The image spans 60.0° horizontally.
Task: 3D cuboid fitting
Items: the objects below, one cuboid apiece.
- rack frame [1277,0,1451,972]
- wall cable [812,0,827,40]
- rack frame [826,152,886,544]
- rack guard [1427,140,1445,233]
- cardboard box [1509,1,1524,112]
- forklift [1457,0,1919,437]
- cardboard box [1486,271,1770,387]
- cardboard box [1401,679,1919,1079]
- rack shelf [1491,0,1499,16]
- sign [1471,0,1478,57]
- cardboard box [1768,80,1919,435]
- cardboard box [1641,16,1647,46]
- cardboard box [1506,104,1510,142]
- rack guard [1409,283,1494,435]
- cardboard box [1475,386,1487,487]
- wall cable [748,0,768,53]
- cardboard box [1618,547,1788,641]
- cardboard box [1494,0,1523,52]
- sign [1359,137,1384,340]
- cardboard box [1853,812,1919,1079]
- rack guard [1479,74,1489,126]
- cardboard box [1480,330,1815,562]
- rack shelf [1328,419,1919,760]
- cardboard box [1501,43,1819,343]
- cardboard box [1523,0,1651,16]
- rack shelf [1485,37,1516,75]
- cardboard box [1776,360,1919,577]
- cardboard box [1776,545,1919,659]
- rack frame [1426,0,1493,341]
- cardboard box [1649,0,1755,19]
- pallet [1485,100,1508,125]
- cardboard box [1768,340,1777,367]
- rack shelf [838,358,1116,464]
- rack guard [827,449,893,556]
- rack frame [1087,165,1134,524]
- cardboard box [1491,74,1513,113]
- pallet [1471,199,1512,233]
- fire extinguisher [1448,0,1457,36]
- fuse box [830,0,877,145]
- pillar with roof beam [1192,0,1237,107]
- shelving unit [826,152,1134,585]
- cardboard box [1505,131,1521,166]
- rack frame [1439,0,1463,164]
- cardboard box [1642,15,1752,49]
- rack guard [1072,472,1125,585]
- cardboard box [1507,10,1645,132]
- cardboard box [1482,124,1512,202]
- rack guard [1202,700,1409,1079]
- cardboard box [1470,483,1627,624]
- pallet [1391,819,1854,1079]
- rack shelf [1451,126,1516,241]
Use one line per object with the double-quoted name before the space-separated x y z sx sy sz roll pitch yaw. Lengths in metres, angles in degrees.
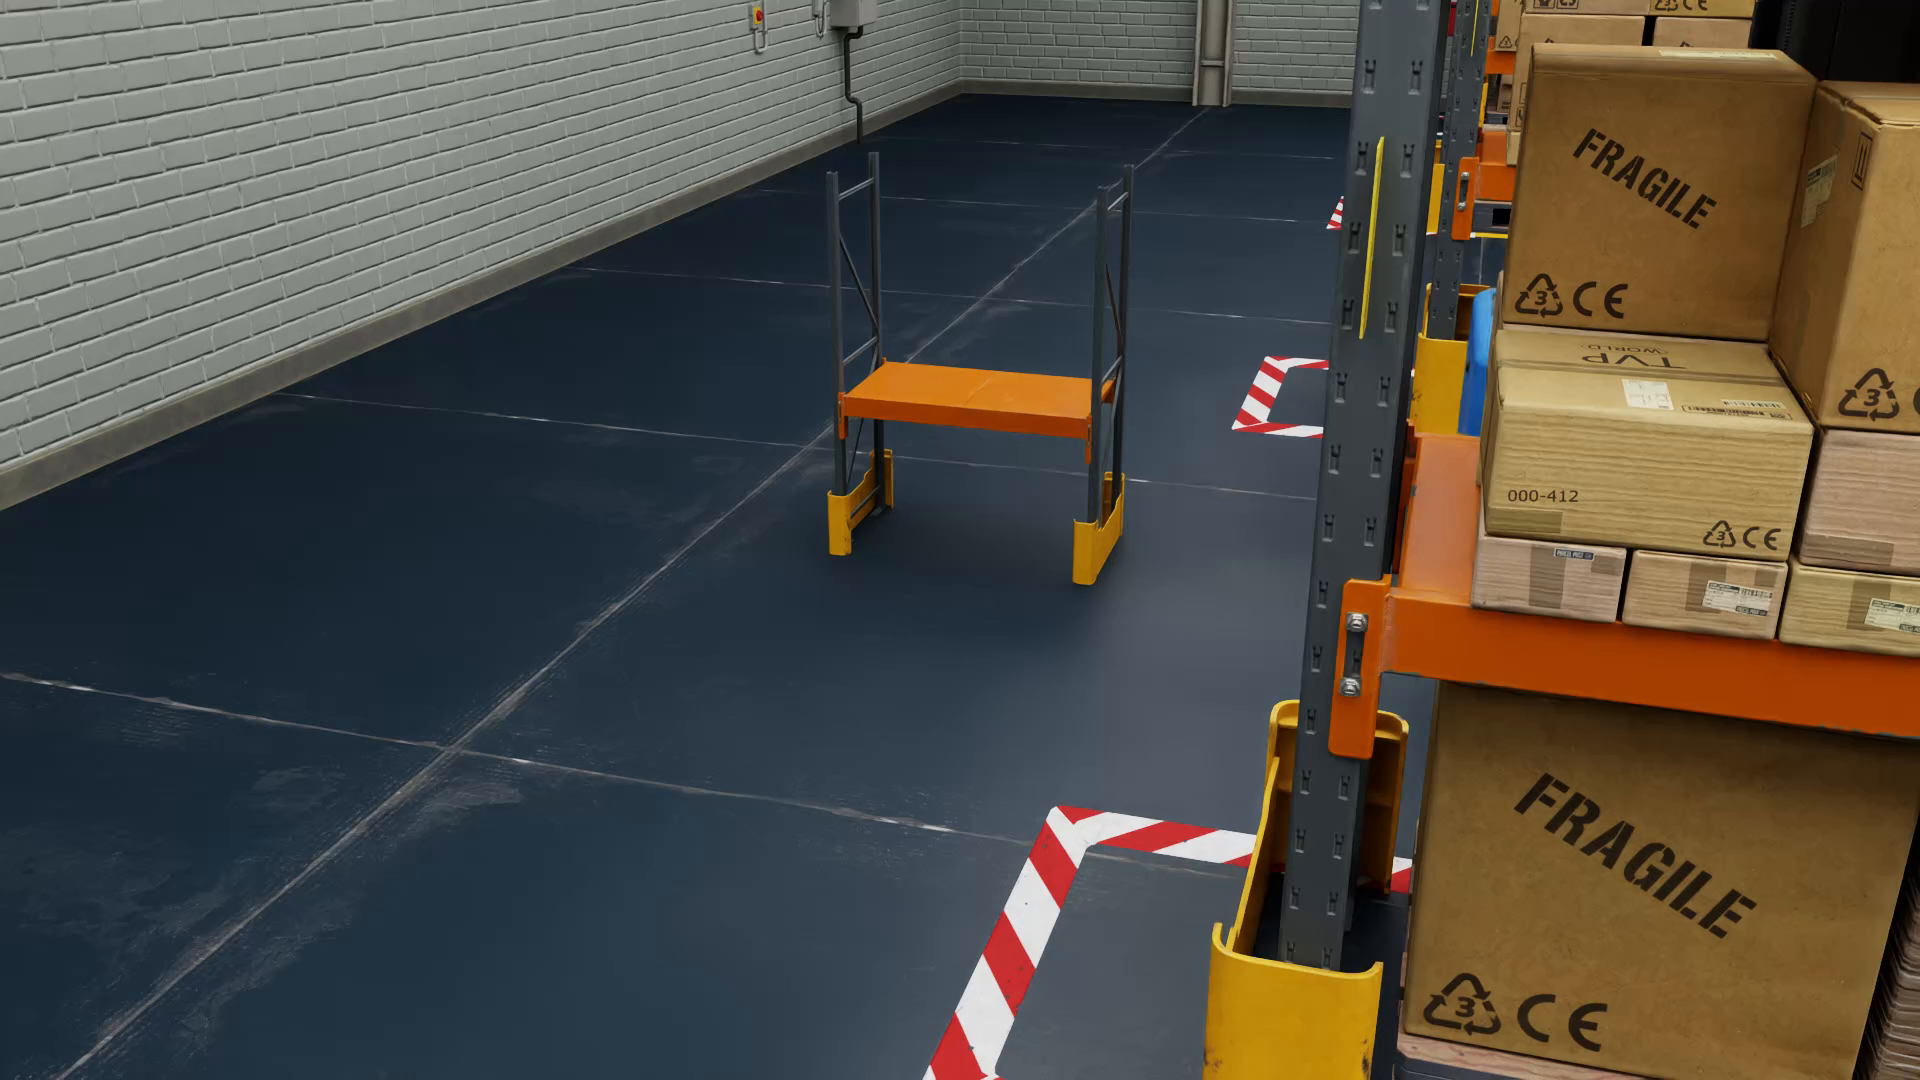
"rack frame" 0.863 -0.273 3.483 0.127 3.000 1.000 7 23 16
"wall cable" -1.281 -5.470 14.814 0.122 1.984 0.588 7 23 16
"rack frame" -0.405 -0.740 6.598 0.032 1.500 0.500 7 23 16
"rack guard" 3.702 -2.720 12.742 0.348 0.500 1.175 7 23 16
"cardboard box" 2.897 -2.292 7.882 0.500 0.500 0.500 7 23 17
"forklift" 3.264 -0.999 5.342 3.031 2.935 1.130 6 23 14
"cardboard box" 1.403 -0.384 3.560 0.500 0.250 0.500 6 23 15
"cardboard box" 1.498 0.557 3.706 0.875 0.875 0.875 7 23 16
"rack shelf" 7.070 -5.125 16.260 4.000 0.370 1.077 7 23 16
"sign" 2.235 -2.267 7.204 0.005 0.325 0.100 7 23 16
"cardboard box" 1.723 -0.483 2.812 0.500 0.500 0.500 6 23 14
"cardboard box" 3.388 -2.234 7.739 0.500 0.500 0.500 6 23 15
"cardboard box" 2.786 -2.015 8.060 0.250 0.149 0.380 7 23 16
"rack guard" 2.465 -0.899 8.303 0.348 0.500 1.175 7 23 16
"cardboard box" 1.299 -0.237 3.727 0.250 0.149 0.380 7 23 17
"wall cable" -1.680 -4.968 13.548 0.123 1.953 0.585 7 23 16
"cardboard box" 1.353 0.030 3.076 0.250 0.149 0.380 6 23 15
"cardboard box" 4.102 -3.763 11.859 0.500 0.500 0.500 6 23 15
"sign" 0.697 -0.509 2.814 0.005 0.325 0.100 7 23 16
"cardboard box" 2.370 0.657 3.463 0.875 0.875 0.875 7 23 16
"rack guard" 5.228 -4.513 17.112 0.348 0.500 1.175 7 23 16
"cardboard box" 1.244 -0.190 3.088 0.500 0.250 0.500 6 23 14
"rack shelf" 2.777 0.279 3.085 4.000 0.370 1.077 7 23 16
"cardboard box" 1.405 -0.730 3.415 0.500 0.500 0.500 7 23 16
"cardboard box" 2.745 -2.565 7.229 0.500 0.500 0.500 6 23 15
"rack shelf" 5.640 -3.321 11.863 4.000 0.370 1.077 7 23 16
"cardboard box" 1.744 -0.136 2.954 0.500 0.250 0.500 6 23 15
"cardboard box" 1.598 0.058 3.008 0.250 0.149 0.380 6 23 14
"rack frame" 2.392 -2.064 7.849 0.127 3.000 1.000 7 23 16
"cardboard box" 3.230 -2.512 7.100 0.500 0.500 0.500 7 23 17
"pallet" 5.992 -4.292 16.955 1.213 0.211 1.003 7 23 16
"cardboard box" 1.889 -0.329 3.424 0.500 0.250 0.500 6 23 15
"rack shelf" 0.082 -0.518 6.531 1.000 0.185 0.538 7 23 16
"rack guard" -0.404 -0.162 6.835 0.087 0.250 0.587 7 23 16
"rack frame" 0.568 -0.629 6.327 0.032 1.500 0.500 7 23 16
"cardboard box" 5.714 -4.615 16.805 0.637 0.503 0.797 6 23 13
"pallet" 4.513 -2.524 12.646 1.213 0.211 1.003 7 23 16
"fire extinguisher" 4.881 -5.317 16.374 0.183 0.674 0.296 7 23 16
"fuse box" -0.933 -4.634 15.813 0.414 1.711 0.539 7 23 16
"pillar with roof beam" 1.591 -7.512 13.226 0.400 9.000 9.100 7 23 16
"shelving unit" 0.073 -0.686 6.465 1.083 1.500 0.587 7 23 16
"cardboard box" 2.608 -1.793 7.520 0.250 0.149 0.380 6 23 15
"rack frame" 3.725 -3.874 12.261 0.127 3.000 1.000 7 23 16
"cardboard box" 3.262 -2.049 7.289 0.500 0.500 0.500 7 23 16
"rack guard" 0.550 -0.053 6.569 0.087 0.250 0.587 7 23 16
"cardboard box" 2.742 -2.098 7.409 0.500 0.500 0.500 8 24 18
"cardboard box" 4.386 -2.846 12.579 0.875 0.438 0.875 6 23 14
"rack guard" 0.840 0.881 3.964 0.348 0.500 1.175 7 23 16
"cardboard box" 1.107 0.002 3.143 0.250 0.149 0.380 7 23 16
"pallet" 1.651 1.076 3.868 1.213 0.211 1.003 7 23 16
"rack shelf" 4.307 -1.512 7.451 4.000 0.370 1.077 7 23 16
